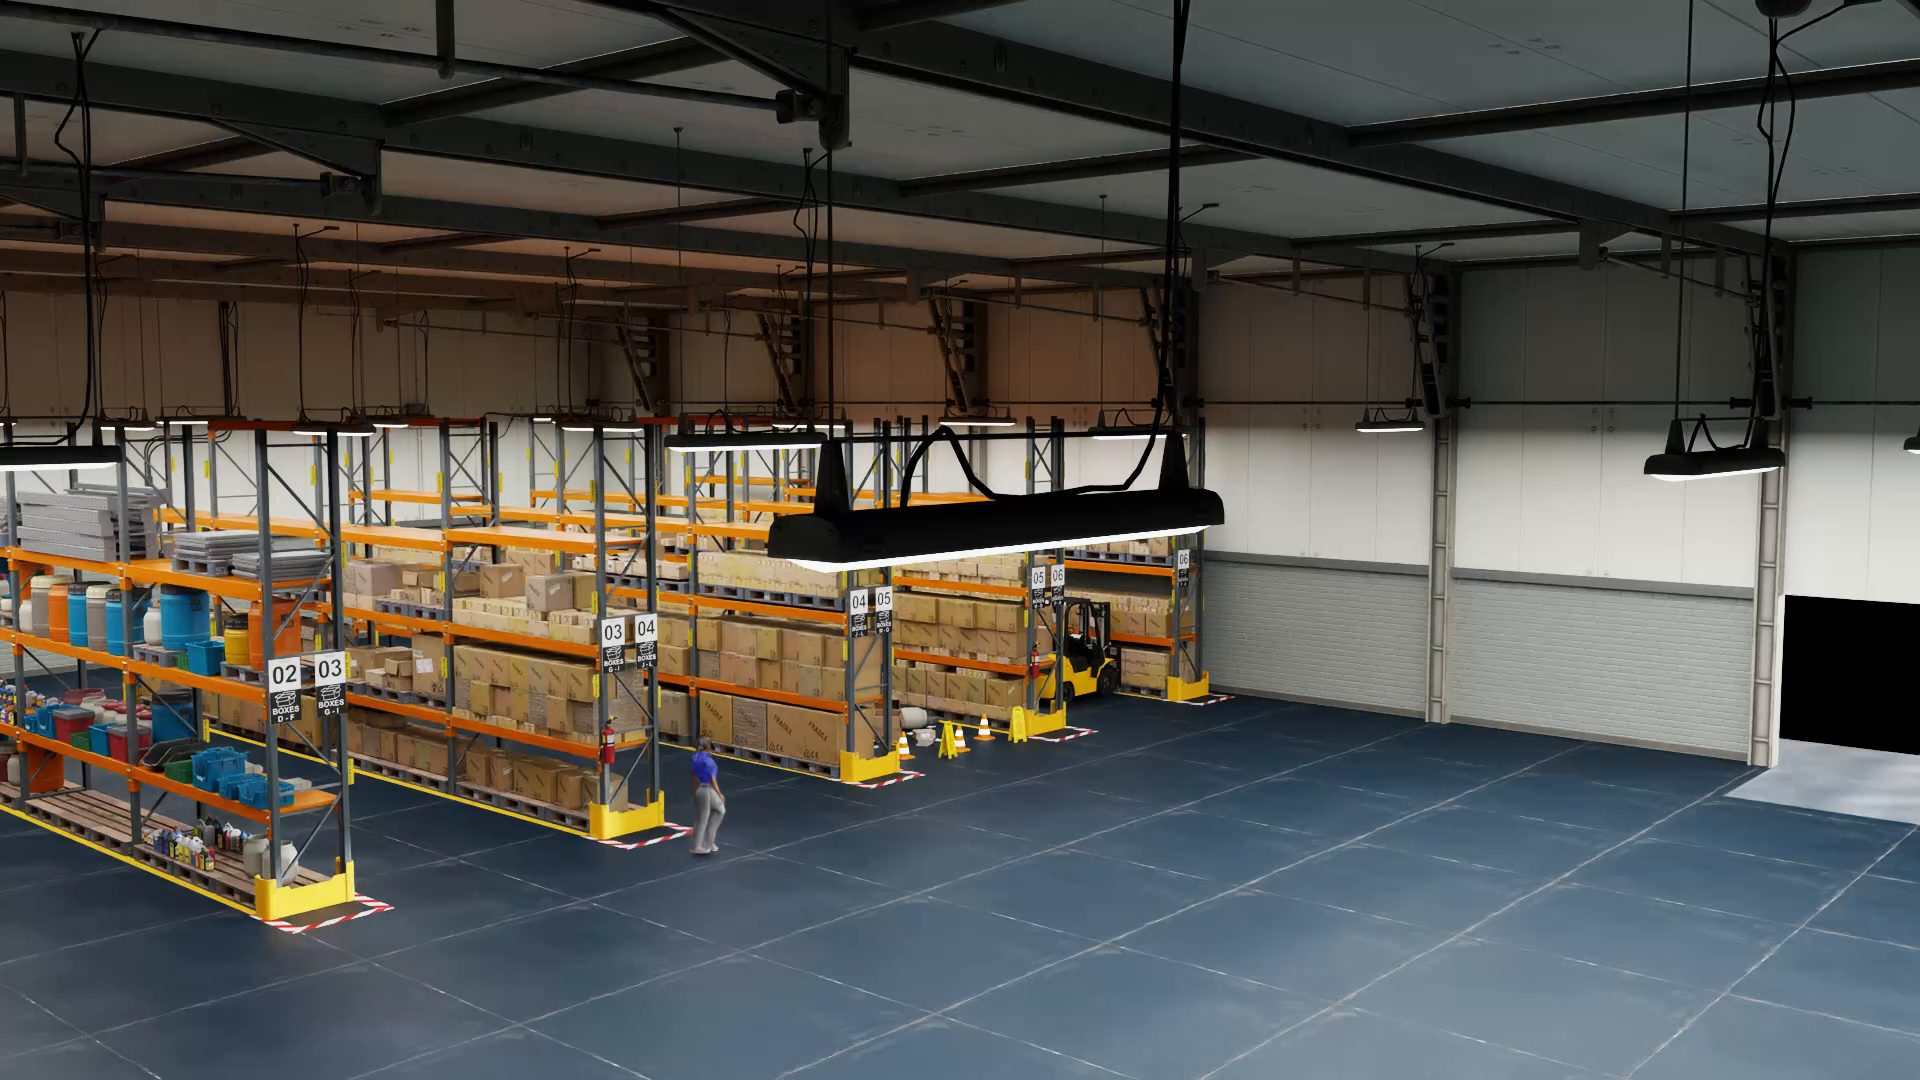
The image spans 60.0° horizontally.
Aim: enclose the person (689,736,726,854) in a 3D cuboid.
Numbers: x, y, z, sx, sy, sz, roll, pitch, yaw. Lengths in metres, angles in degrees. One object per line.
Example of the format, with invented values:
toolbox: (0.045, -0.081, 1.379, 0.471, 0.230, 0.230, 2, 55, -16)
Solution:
person: (-3.535, 3.571, 23.235, 0.519, 1.687, 0.428, -1, 5, -9)
